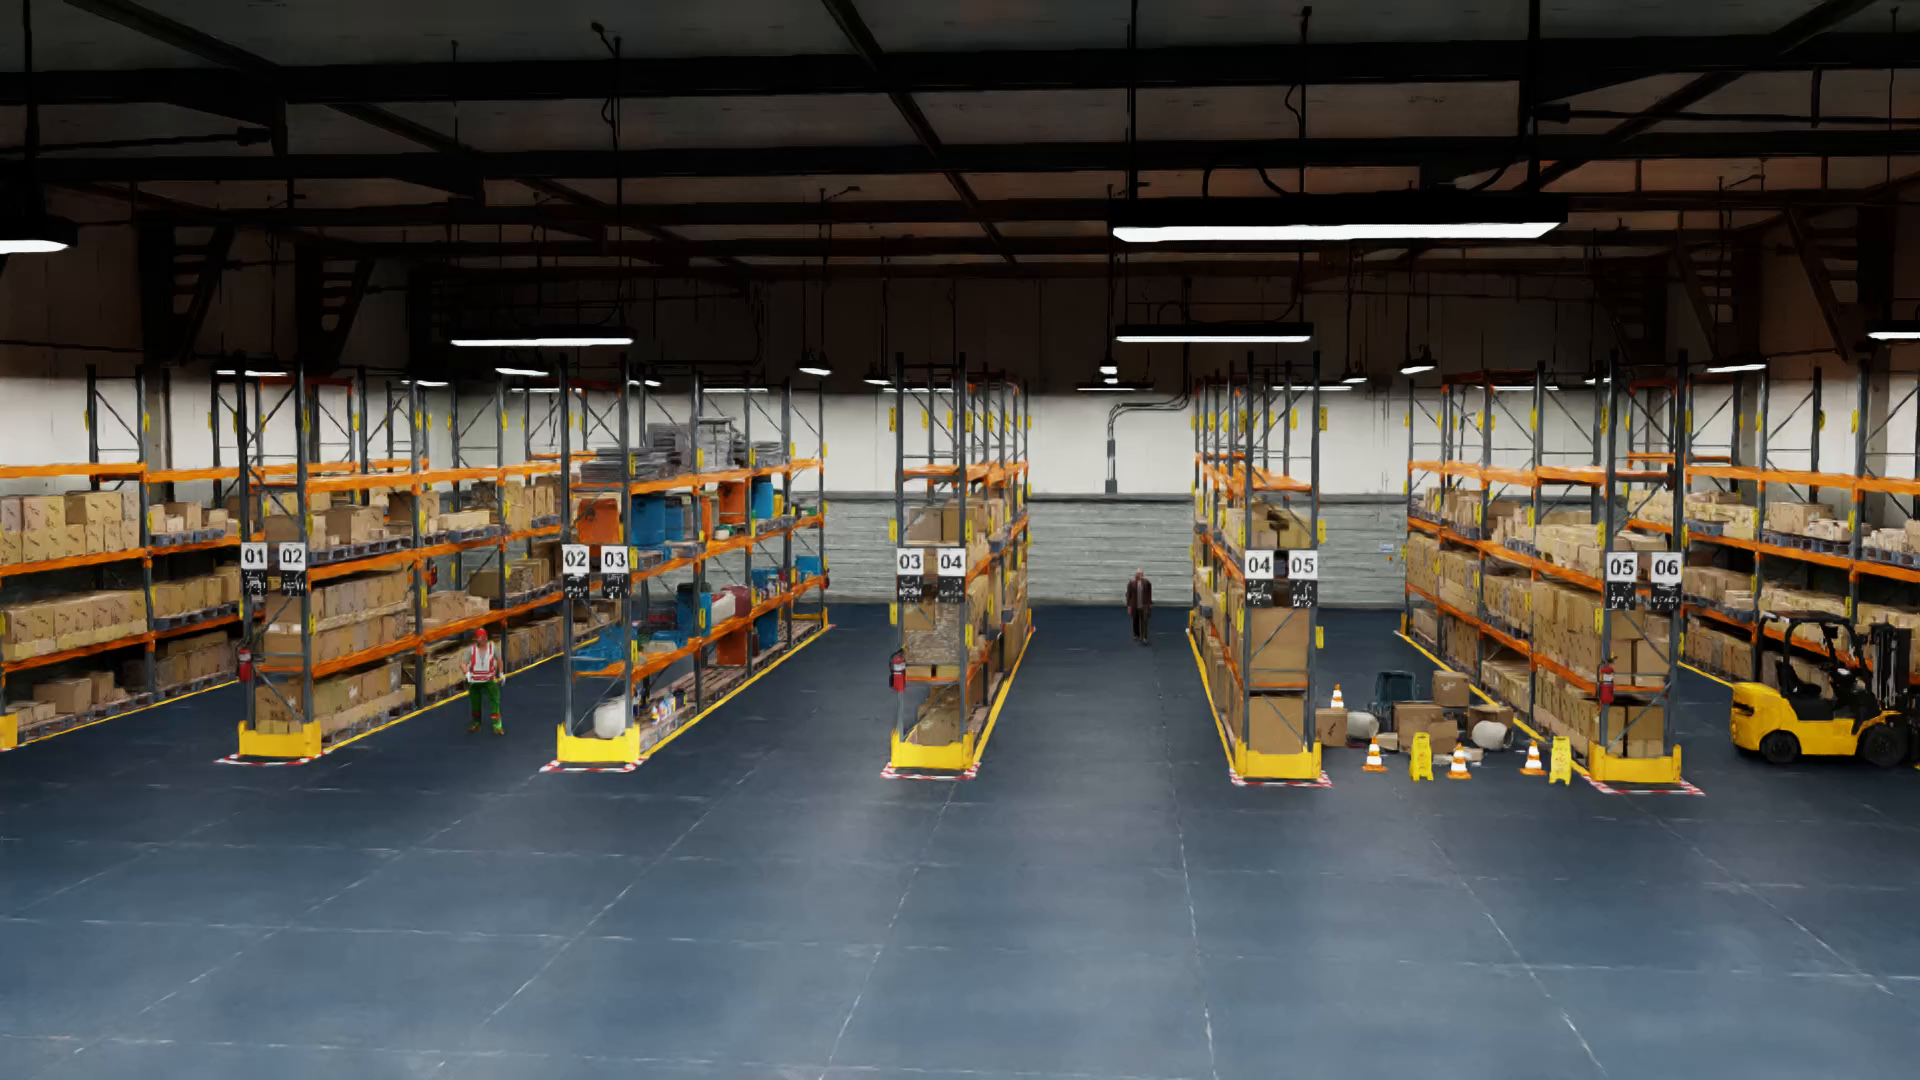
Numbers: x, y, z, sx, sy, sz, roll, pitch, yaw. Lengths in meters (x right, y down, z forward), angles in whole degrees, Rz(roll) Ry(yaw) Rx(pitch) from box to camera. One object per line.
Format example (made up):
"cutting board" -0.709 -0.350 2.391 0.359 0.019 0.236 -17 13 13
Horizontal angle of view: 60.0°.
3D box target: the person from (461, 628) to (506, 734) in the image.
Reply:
"person" -7.631 2.239 26.648 0.686 1.716 0.829 -1 4 -12

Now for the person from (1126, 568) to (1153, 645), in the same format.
"person" 4.036 1.473 37.477 0.591 1.698 1.193 1 4 8
